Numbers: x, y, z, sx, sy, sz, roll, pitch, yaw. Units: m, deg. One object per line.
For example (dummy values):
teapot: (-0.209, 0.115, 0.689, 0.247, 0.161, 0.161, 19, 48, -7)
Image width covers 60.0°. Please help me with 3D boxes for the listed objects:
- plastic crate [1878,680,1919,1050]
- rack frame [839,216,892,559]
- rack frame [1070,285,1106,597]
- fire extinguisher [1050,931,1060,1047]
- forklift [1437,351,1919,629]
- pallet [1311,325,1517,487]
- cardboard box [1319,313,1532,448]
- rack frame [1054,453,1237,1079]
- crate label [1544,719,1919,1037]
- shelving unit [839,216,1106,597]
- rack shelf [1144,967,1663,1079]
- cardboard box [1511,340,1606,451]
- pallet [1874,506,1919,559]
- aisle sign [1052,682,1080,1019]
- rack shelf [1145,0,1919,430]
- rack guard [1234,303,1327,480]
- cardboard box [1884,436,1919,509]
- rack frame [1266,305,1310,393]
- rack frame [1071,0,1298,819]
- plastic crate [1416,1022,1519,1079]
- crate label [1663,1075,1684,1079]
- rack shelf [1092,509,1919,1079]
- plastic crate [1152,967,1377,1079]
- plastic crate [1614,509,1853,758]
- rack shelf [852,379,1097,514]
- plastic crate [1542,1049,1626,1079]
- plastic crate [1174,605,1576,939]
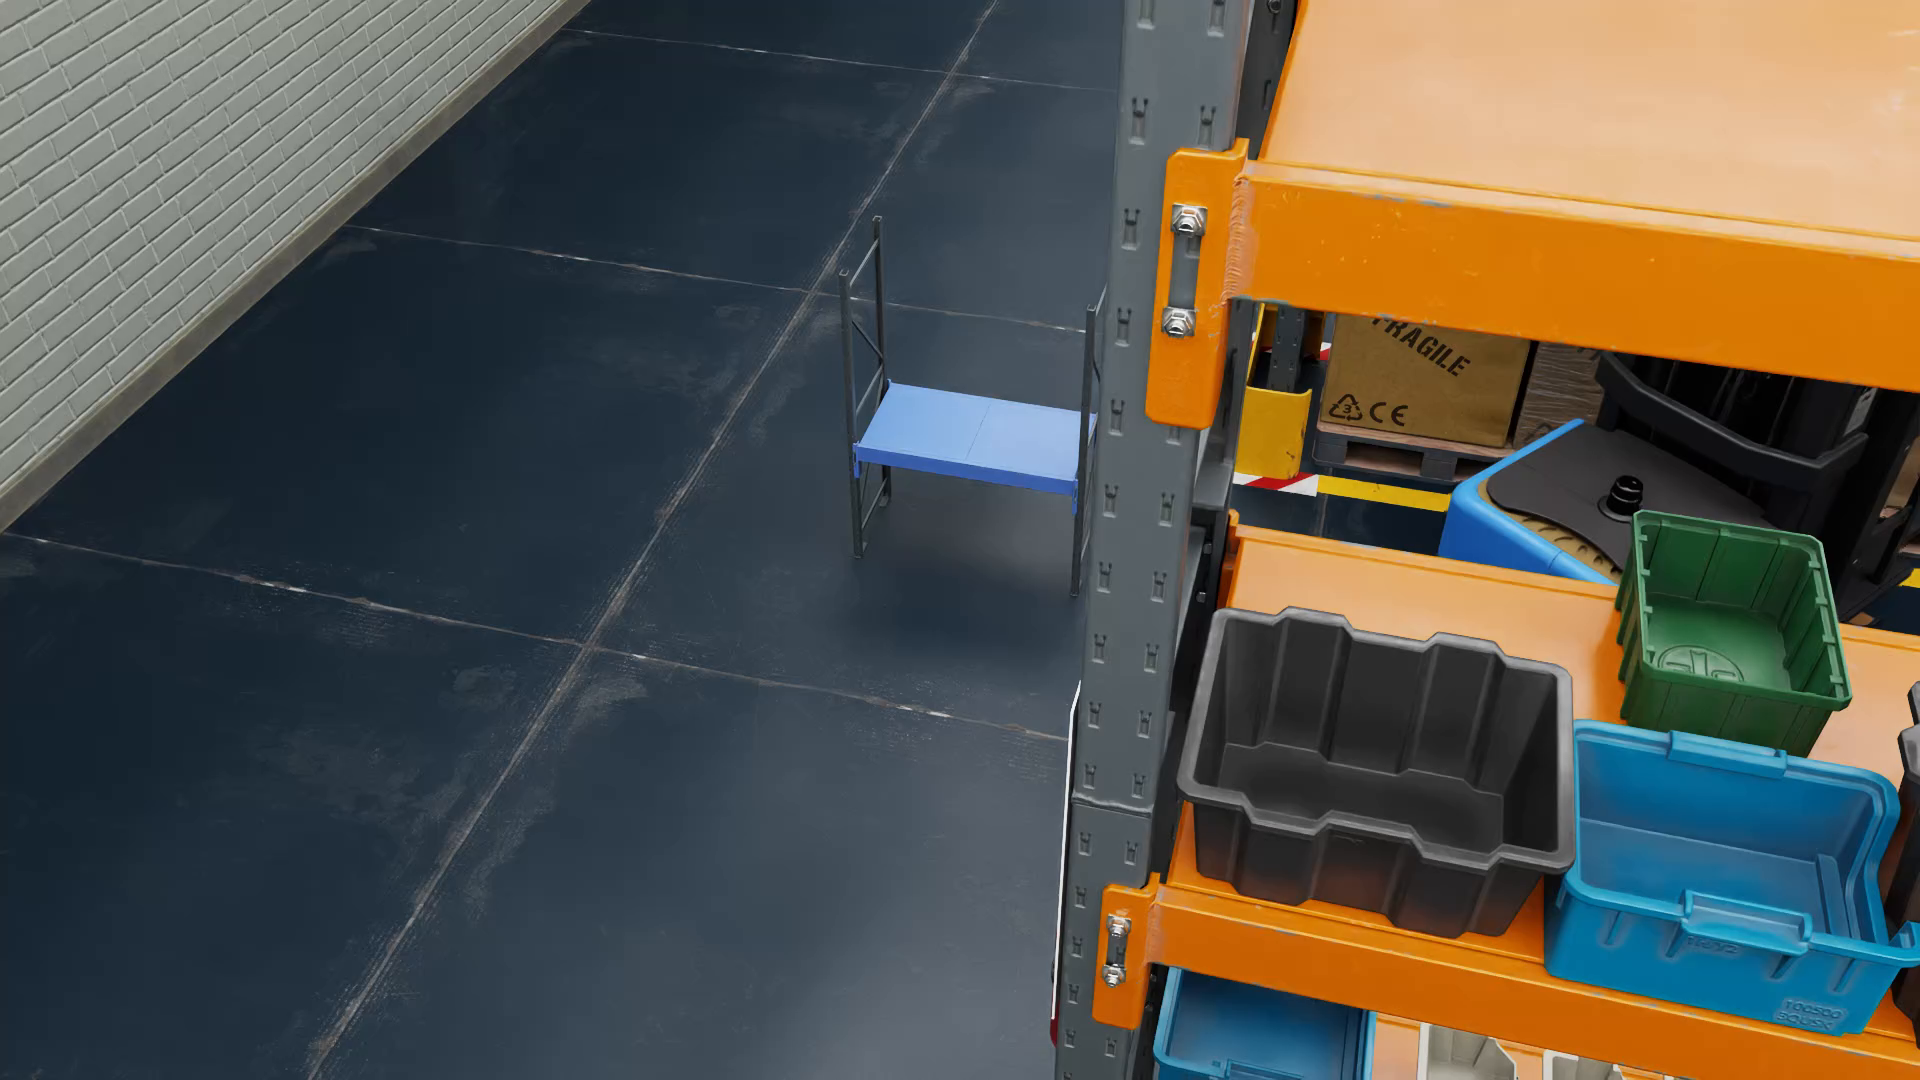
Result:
plastic crate: (1.769, 0.559, 2.468, 0.767, 0.338, 0.504, 10, 41, 11)
rack frame: (-0.409, -0.645, 7.351, 0.032, 1.500, 0.500, 10, 41, 11)
rack frame: (0.573, -0.476, 7.150, 0.032, 1.500, 0.500, 10, 41, 11)
fire extinguisher: (0.336, 1.124, 4.429, 0.183, 0.674, 0.296, 10, 41, 11)
forklift: (3.343, -0.822, 6.450, 3.031, 2.935, 1.130, -26, 46, -27)
pallet: (2.437, -0.666, 8.379, 1.213, 0.211, 1.003, 10, 41, 11)
cardboard box: (2.283, -1.109, 8.063, 0.875, 0.875, 0.875, 10, 41, 11)
rack frame: (0.364, 1.259, 3.919, 0.127, 3.000, 1.000, 10, 41, 11)
crate label: (1.172, 0.521, 2.580, 0.502, 0.251, 0.408, 10, 41, 11)
shelving unit: (0.082, -0.560, 7.251, 1.048, 1.500, 0.538, 10, 41, 11)
rack shelf: (2.296, 1.867, 3.754, 4.000, 0.370, 1.077, 10, 41, 11)
cardboard box: (3.162, -0.957, 7.883, 0.875, 0.875, 0.875, 10, 41, 11)
pallet: (4.794, -0.260, 7.896, 1.213, 0.211, 1.003, 10, 41, 11)
aisle sign: (0.218, 0.436, 2.877, 0.004, 0.787, 0.394, 10, 41, 11)
rack shelf: (2.296, -0.277, 1.953, 4.000, 0.370, 1.077, 10, 41, 11)
rack guard: (1.621, -0.865, 8.391, 0.348, 0.500, 1.175, 10, 41, 11)
cardboard box: (4.022, -0.809, 7.707, 0.875, 0.875, 0.875, 10, 41, 11)
rack frame: (1.644, -1.818, 7.582, 0.127, 3.000, 1.000, 10, 41, 11)
rack frame: (0.364, -1.038, 1.989, 0.127, 3.000, 1.000, 10, 41, 11)
plastic crate: (1.199, 1.360, 3.957, 0.243, 0.136, 0.396, 10, 41, 11)
crate label: (1.750, 1.448, 3.852, 0.243, 0.136, 0.396, 10, 41, 11)
rack shelf: (2.296, 0.718, 2.789, 4.000, 0.370, 1.077, 10, 41, 11)
plastic crate: (0.736, 1.162, 3.960, 0.499, 0.435, 0.616, 10, 41, 11)
plastic crate: (1.391, 0.178, 3.038, 0.336, 0.188, 0.450, 10, 41, 11)
rack shelf: (0.082, -0.422, 7.366, 1.000, 0.185, 0.538, 10, 41, 11)
plastic crate: (1.475, 1.417, 3.889, 0.243, 0.136, 0.396, 10, 41, 11)
plastic crate: (0.664, 0.398, 2.714, 0.590, 0.269, 0.497, 10, 41, 11)
